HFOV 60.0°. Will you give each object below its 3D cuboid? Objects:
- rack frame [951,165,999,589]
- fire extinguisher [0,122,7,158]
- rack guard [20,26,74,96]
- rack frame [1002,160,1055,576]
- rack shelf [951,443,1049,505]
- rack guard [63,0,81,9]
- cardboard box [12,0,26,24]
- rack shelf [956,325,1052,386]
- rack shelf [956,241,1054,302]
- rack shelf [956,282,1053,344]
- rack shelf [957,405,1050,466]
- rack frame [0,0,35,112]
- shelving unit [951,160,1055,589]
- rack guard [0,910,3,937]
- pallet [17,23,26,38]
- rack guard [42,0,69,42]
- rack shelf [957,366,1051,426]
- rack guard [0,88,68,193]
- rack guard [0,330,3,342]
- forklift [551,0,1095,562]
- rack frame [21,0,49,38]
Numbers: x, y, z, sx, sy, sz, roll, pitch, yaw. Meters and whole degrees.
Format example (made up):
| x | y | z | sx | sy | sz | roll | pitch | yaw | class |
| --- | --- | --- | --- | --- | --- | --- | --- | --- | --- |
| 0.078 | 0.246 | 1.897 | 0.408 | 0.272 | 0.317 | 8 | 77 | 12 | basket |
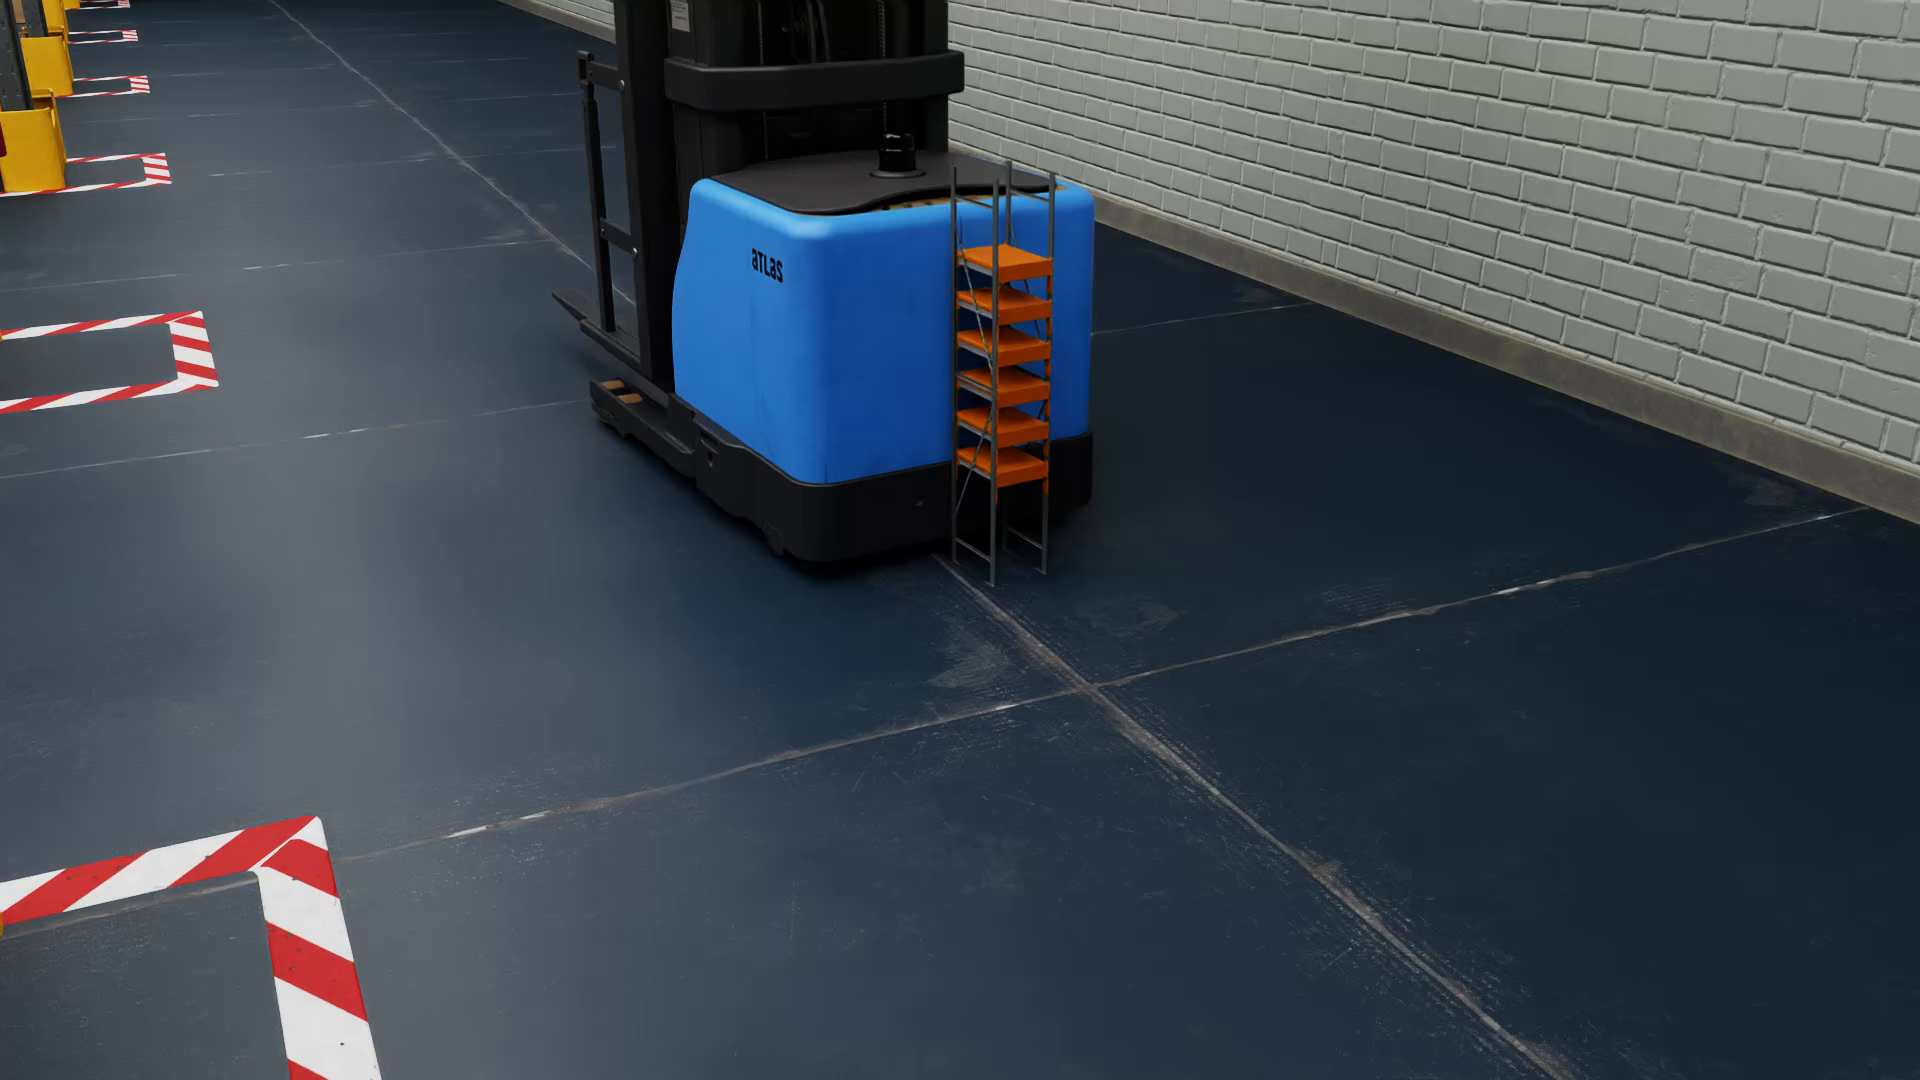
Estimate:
| x | y | z | sx | sy | sz | roll | pitch | yaw | class |
| --- | --- | --- | --- | --- | --- | --- | --- | --- | --- |
| 0.039 | -0.450 | 4.768 | 0.006 | 1.200 | 0.240 | -13 | 26 | -29 | rack frame |
| -3.708 | -1.764 | 6.179 | 0.183 | 0.674 | 0.296 | -10 | 25 | -24 | fire extinguisher |
| -8.328 | -4.376 | 15.168 | 0.348 | 0.500 | 1.175 | -10 | 25 | -24 | rack guard |
| 0.196 | -0.486 | 4.856 | 0.006 | 1.200 | 0.240 | -13 | 26 | -29 | rack frame |
| 0.117 | -0.205 | 4.921 | 0.180 | 0.103 | 0.258 | -13 | 26 | -29 | rack shelf |
| -12.619 | -7.786 | 23.405 | 0.348 | 0.500 | 1.175 | -10 | 25 | -24 | rack guard |
| -10.872 | -6.104 | 18.766 | 0.500 | 0.500 | 0.500 | -10 | 25 | -24 | cardboard box |
| 0.117 | -0.538 | 4.783 | 0.180 | 0.103 | 0.258 | -13 | 26 | -29 | rack shelf |
| 0.117 | -0.760 | 4.692 | 0.180 | 0.103 | 0.258 | -13 | 26 | -29 | rack shelf |
| 0.117 | -0.649 | 4.738 | 0.180 | 0.103 | 0.258 | -13 | 26 | -29 | rack shelf |
| 0.117 | -0.316 | 4.875 | 0.180 | 0.103 | 0.258 | -13 | 26 | -29 | rack shelf |
| -6.195 | -3.816 | 10.546 | 0.127 | 3.000 | 1.000 | -10 | 25 | -24 | rack frame |
| 0.117 | -0.468 | 4.812 | 0.189 | 1.200 | 0.258 | -13 | 26 | -29 | shelving unit |
| -1.876 | 0.751 | 2.783 | 0.348 | 0.500 | 1.175 | -10 | 25 | -24 | rack guard |
| -11.275 | -5.797 | 18.978 | 1.213 | 0.211 | 1.003 | -10 | 25 | -24 | pallet |
| -10.557 | -6.063 | 19.243 | 0.348 | 0.500 | 1.175 | -10 | 25 | -24 | rack guard |
| 0.117 | -0.427 | 4.829 | 0.180 | 0.103 | 0.258 | -13 | 26 | -29 | rack shelf |
| -6.174 | -2.665 | 11.034 | 0.348 | 0.500 | 1.175 | -10 | 25 | -24 | rack guard |
| -4.204 | -0.922 | 6.824 | 0.348 | 0.500 | 1.175 | -10 | 25 | -24 | rack guard |
| -0.748 | -1.810 | 5.789 | 1.130 | 2.935 | 3.031 | -12 | 26 | -28 | forklift |
| -8.344 | -5.523 | 14.670 | 0.127 | 3.000 | 1.000 | -10 | 25 | -24 | rack frame |
